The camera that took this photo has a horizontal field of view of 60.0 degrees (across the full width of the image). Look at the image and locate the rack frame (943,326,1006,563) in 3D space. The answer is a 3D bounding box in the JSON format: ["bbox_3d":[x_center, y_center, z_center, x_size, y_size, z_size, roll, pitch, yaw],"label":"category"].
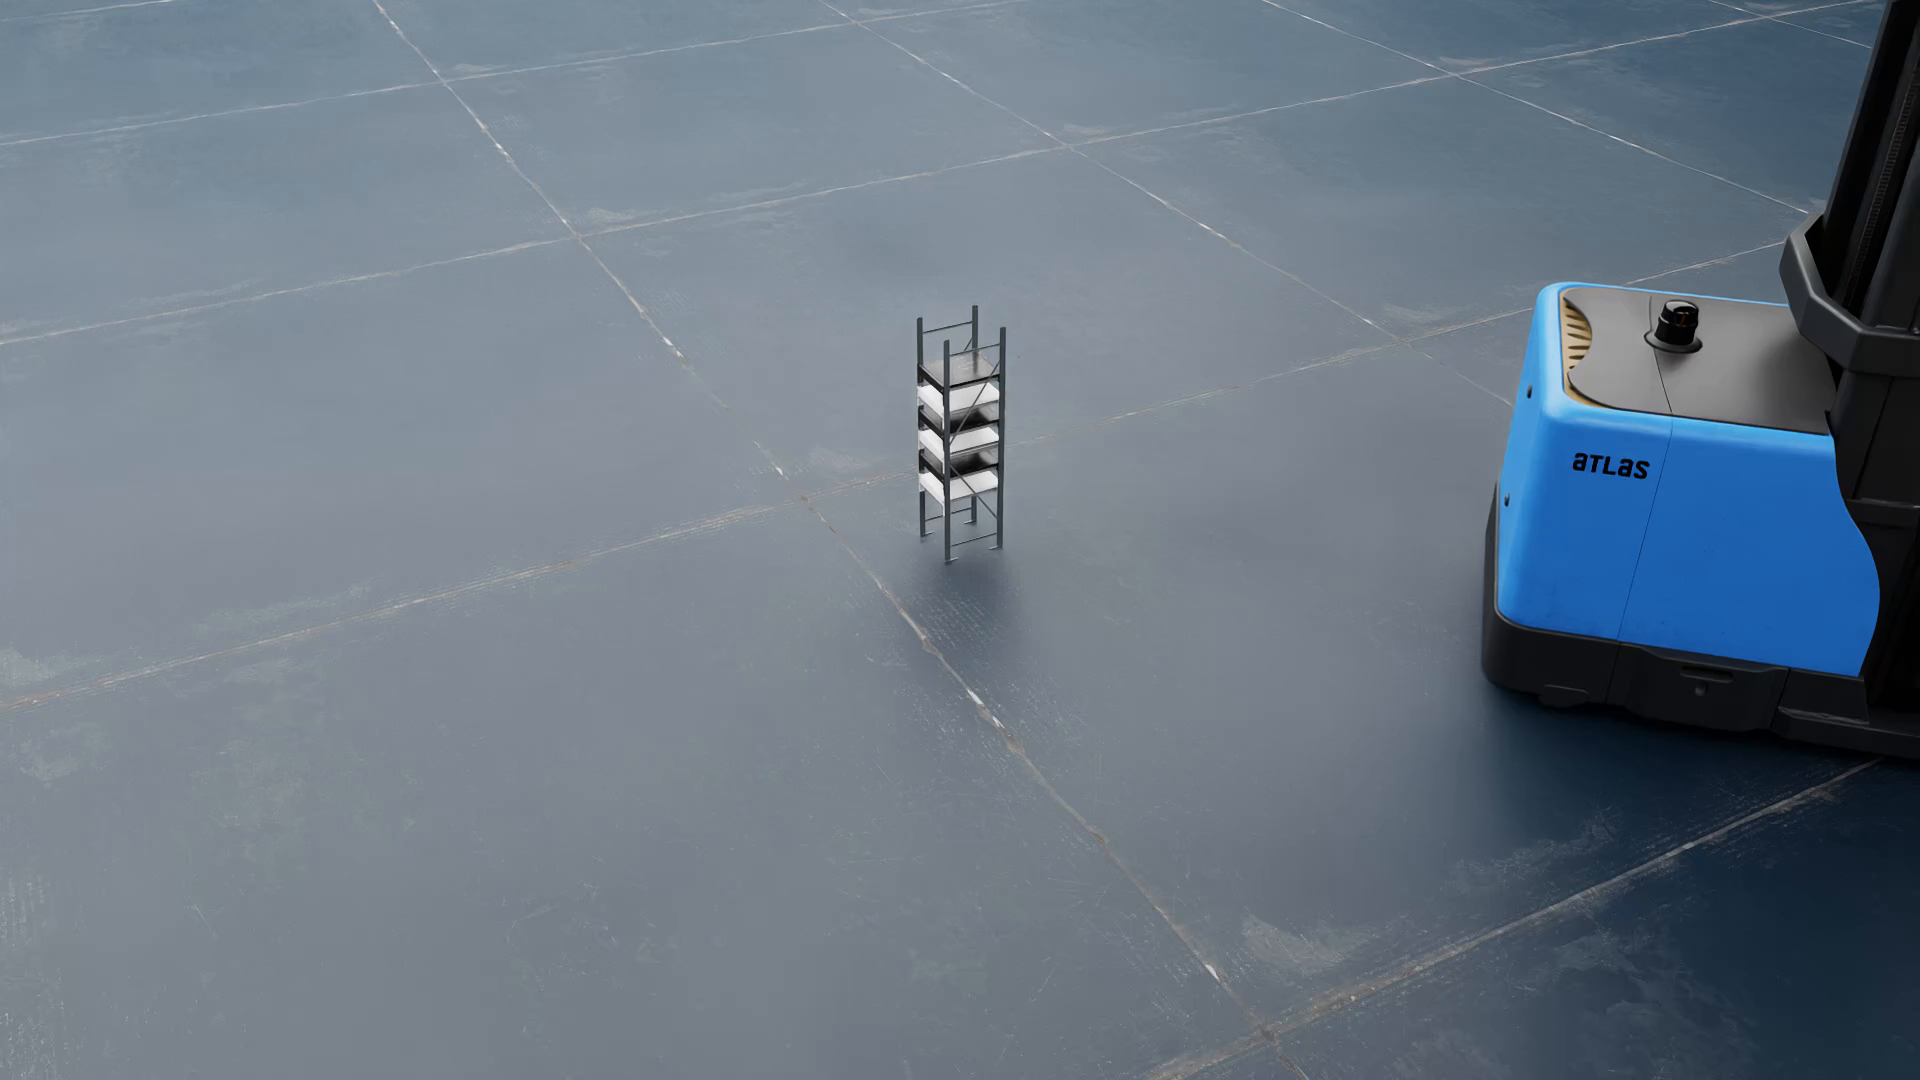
[{"bbox_3d":[0.051,-0.327,5.925,0.240,0.900,0.006,-16,36,-23],"label":"rack frame"}]

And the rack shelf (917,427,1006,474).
[{"bbox_3d":[0.004,-0.347,6.019,0.258,0.077,0.200,-16,36,-23],"label":"rack shelf"}]

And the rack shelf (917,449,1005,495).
[{"bbox_3d":[0.004,-0.271,6.068,0.258,0.077,0.200,-16,36,-23],"label":"rack shelf"}]

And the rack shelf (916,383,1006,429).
[{"bbox_3d":[0.004,-0.499,5.922,0.258,0.077,0.200,-16,36,-23],"label":"rack shelf"}]

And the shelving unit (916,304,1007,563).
[{"bbox_3d":[0.004,-0.375,6.001,0.258,0.900,0.210,-16,36,-23],"label":"shelving unit"}]

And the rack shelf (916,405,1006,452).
[{"bbox_3d":[0.004,-0.423,5.971,0.258,0.077,0.200,-16,36,-23],"label":"rack shelf"}]

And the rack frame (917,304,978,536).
[{"bbox_3d":[-0.044,-0.424,6.077,0.240,0.900,0.006,-16,36,-23],"label":"rack frame"}]

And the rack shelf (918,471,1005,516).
[{"bbox_3d":[0.004,-0.195,6.116,0.258,0.077,0.200,-16,36,-23],"label":"rack shelf"}]

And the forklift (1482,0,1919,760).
[{"bbox_3d":[3.288,-0.756,4.713,3.031,2.935,1.130,9,34,13],"label":"forklift"}]

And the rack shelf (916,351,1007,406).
[{"bbox_3d":[0.004,-0.574,5.874,0.258,0.077,0.200,-16,36,-23],"label":"rack shelf"}]
